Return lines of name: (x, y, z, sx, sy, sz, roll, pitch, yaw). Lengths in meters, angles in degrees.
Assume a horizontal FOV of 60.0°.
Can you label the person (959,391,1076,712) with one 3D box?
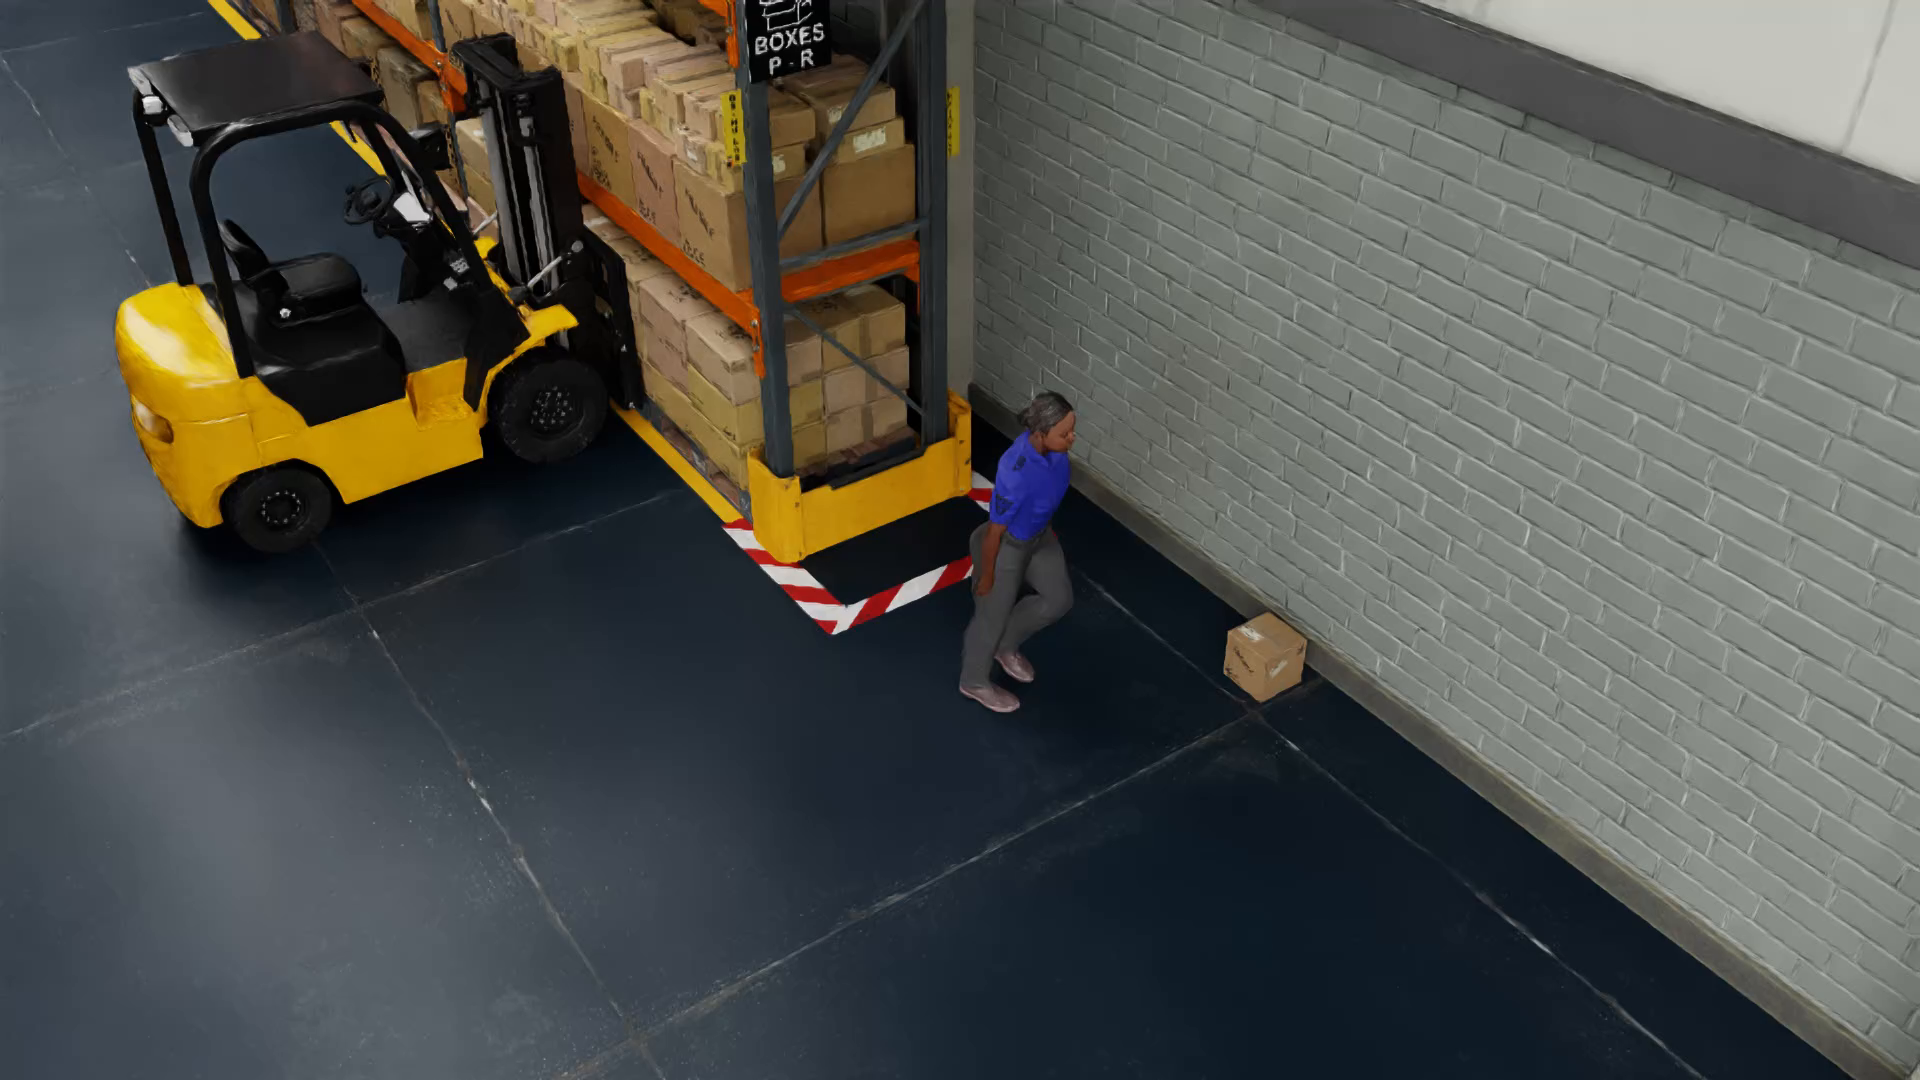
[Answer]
person: (0.247, 0.047, 6.932, 0.487, 1.636, 0.463, 21, 41, 25)
